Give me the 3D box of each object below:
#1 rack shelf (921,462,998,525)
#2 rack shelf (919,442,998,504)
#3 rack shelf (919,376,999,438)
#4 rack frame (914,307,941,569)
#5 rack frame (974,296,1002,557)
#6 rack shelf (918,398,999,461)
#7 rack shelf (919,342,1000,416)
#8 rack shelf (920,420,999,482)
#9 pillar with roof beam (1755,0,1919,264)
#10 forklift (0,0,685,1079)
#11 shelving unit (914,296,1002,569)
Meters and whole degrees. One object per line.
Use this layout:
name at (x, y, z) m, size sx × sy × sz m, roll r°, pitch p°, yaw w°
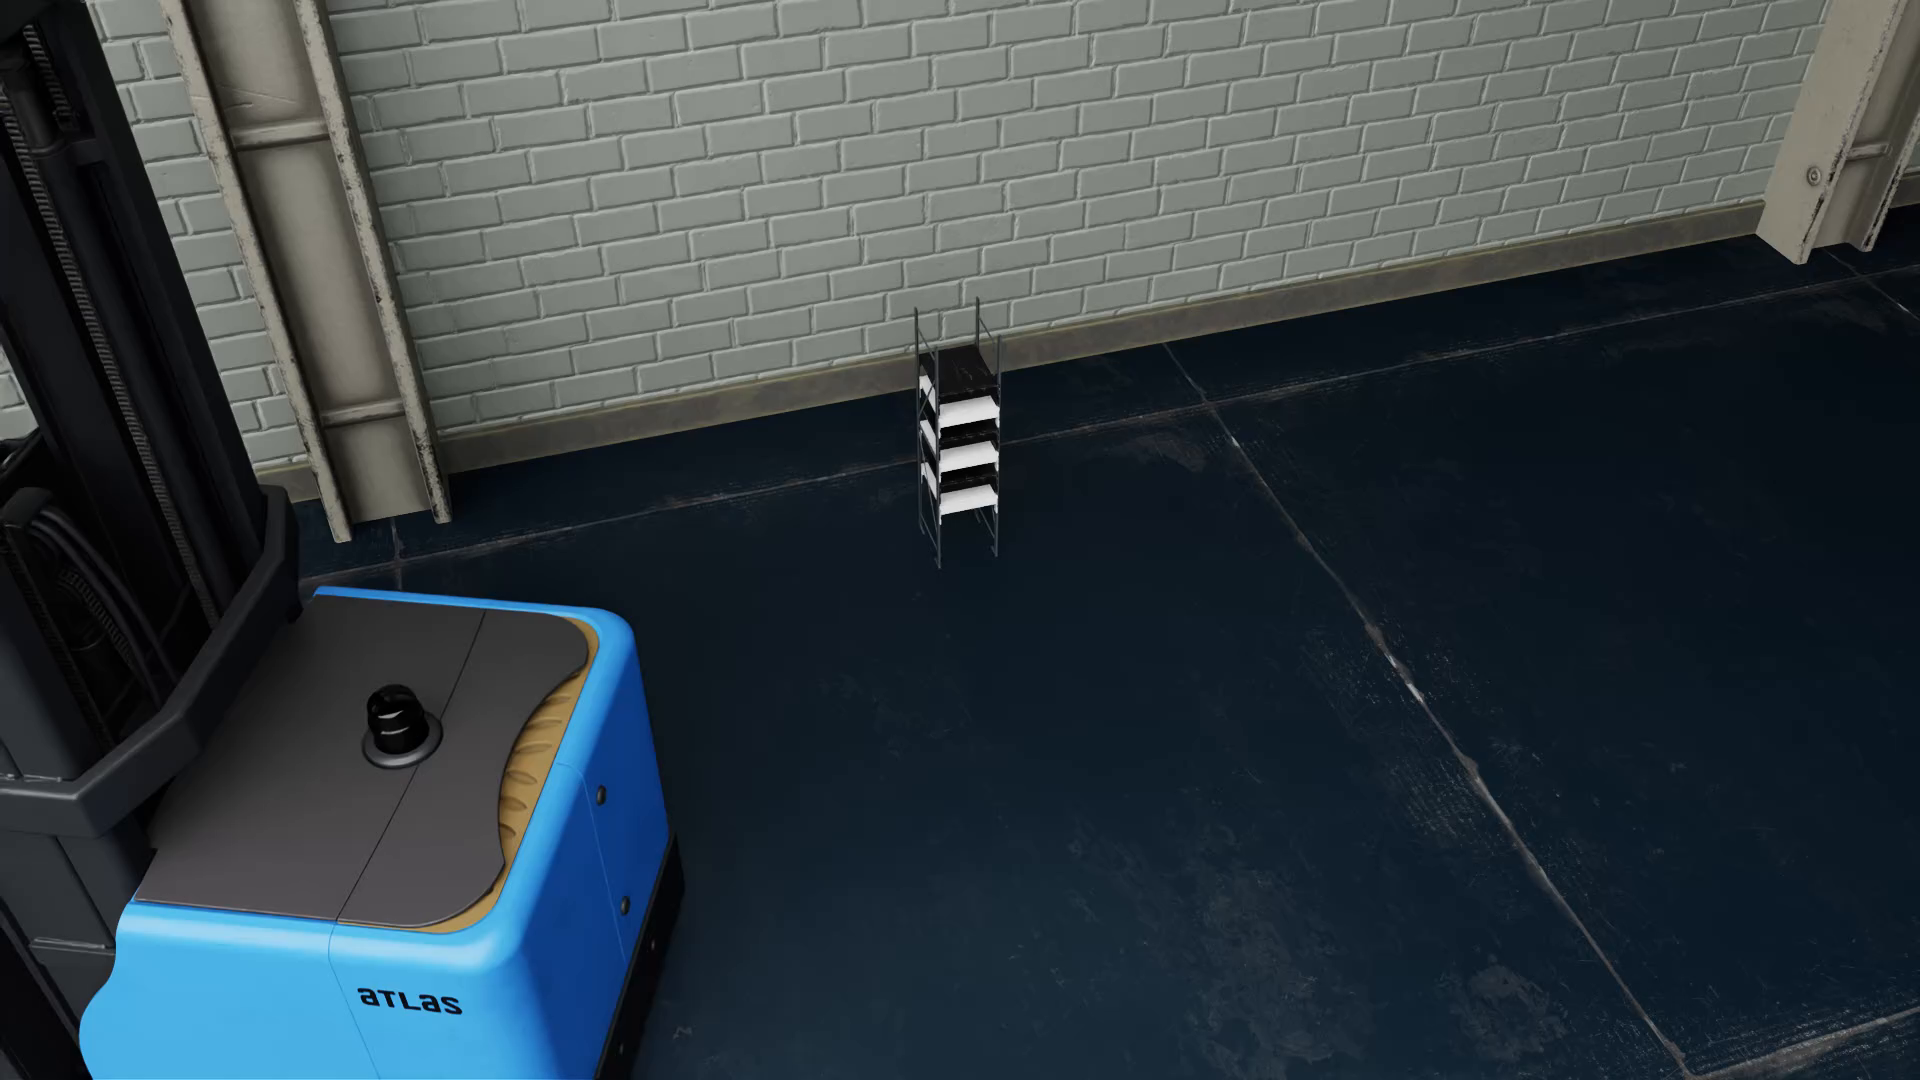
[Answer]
rack shelf at (-0.008, -0.177, 5.592) m, size 0.200 × 0.077 × 0.258 m, roll -12°, pitch 42°, yaw -13°
rack shelf at (-0.008, -0.244, 5.533) m, size 0.200 × 0.077 × 0.258 m, roll -12°, pitch 42°, yaw -13°
rack shelf at (-0.008, -0.448, 5.356) m, size 0.200 × 0.077 × 0.258 m, roll -12°, pitch 42°, yaw -13°
rack frame at (-0.105, -0.317, 5.429) m, size 0.006 × 0.900 × 0.240 m, roll -12°, pitch 42°, yaw -13°
rack frame at (0.089, -0.357, 5.475) m, size 0.006 × 0.900 × 0.240 m, roll -12°, pitch 42°, yaw -13°
rack shelf at (-0.008, -0.380, 5.415) m, size 0.200 × 0.077 × 0.258 m, roll -12°, pitch 42°, yaw -13°
rack shelf at (-0.008, -0.516, 5.296) m, size 0.200 × 0.077 × 0.258 m, roll -12°, pitch 42°, yaw -13°
rack shelf at (-0.008, -0.312, 5.474) m, size 0.200 × 0.077 × 0.258 m, roll -12°, pitch 42°, yaw -13°
pillar with roof beam at (5.004, -1.997, 1.197) m, size 0.400 × 9.000 × 9.100 m, roll -12°, pitch 42°, yaw -13°
forklift at (-2.307, 0.072, 3.440) m, size 3.031 × 2.935 × 1.130 m, roll 4°, pitch 41°, yaw 5°
shelving unit at (-0.008, -0.337, 5.452) m, size 0.210 × 0.900 × 0.258 m, roll -12°, pitch 42°, yaw -13°
